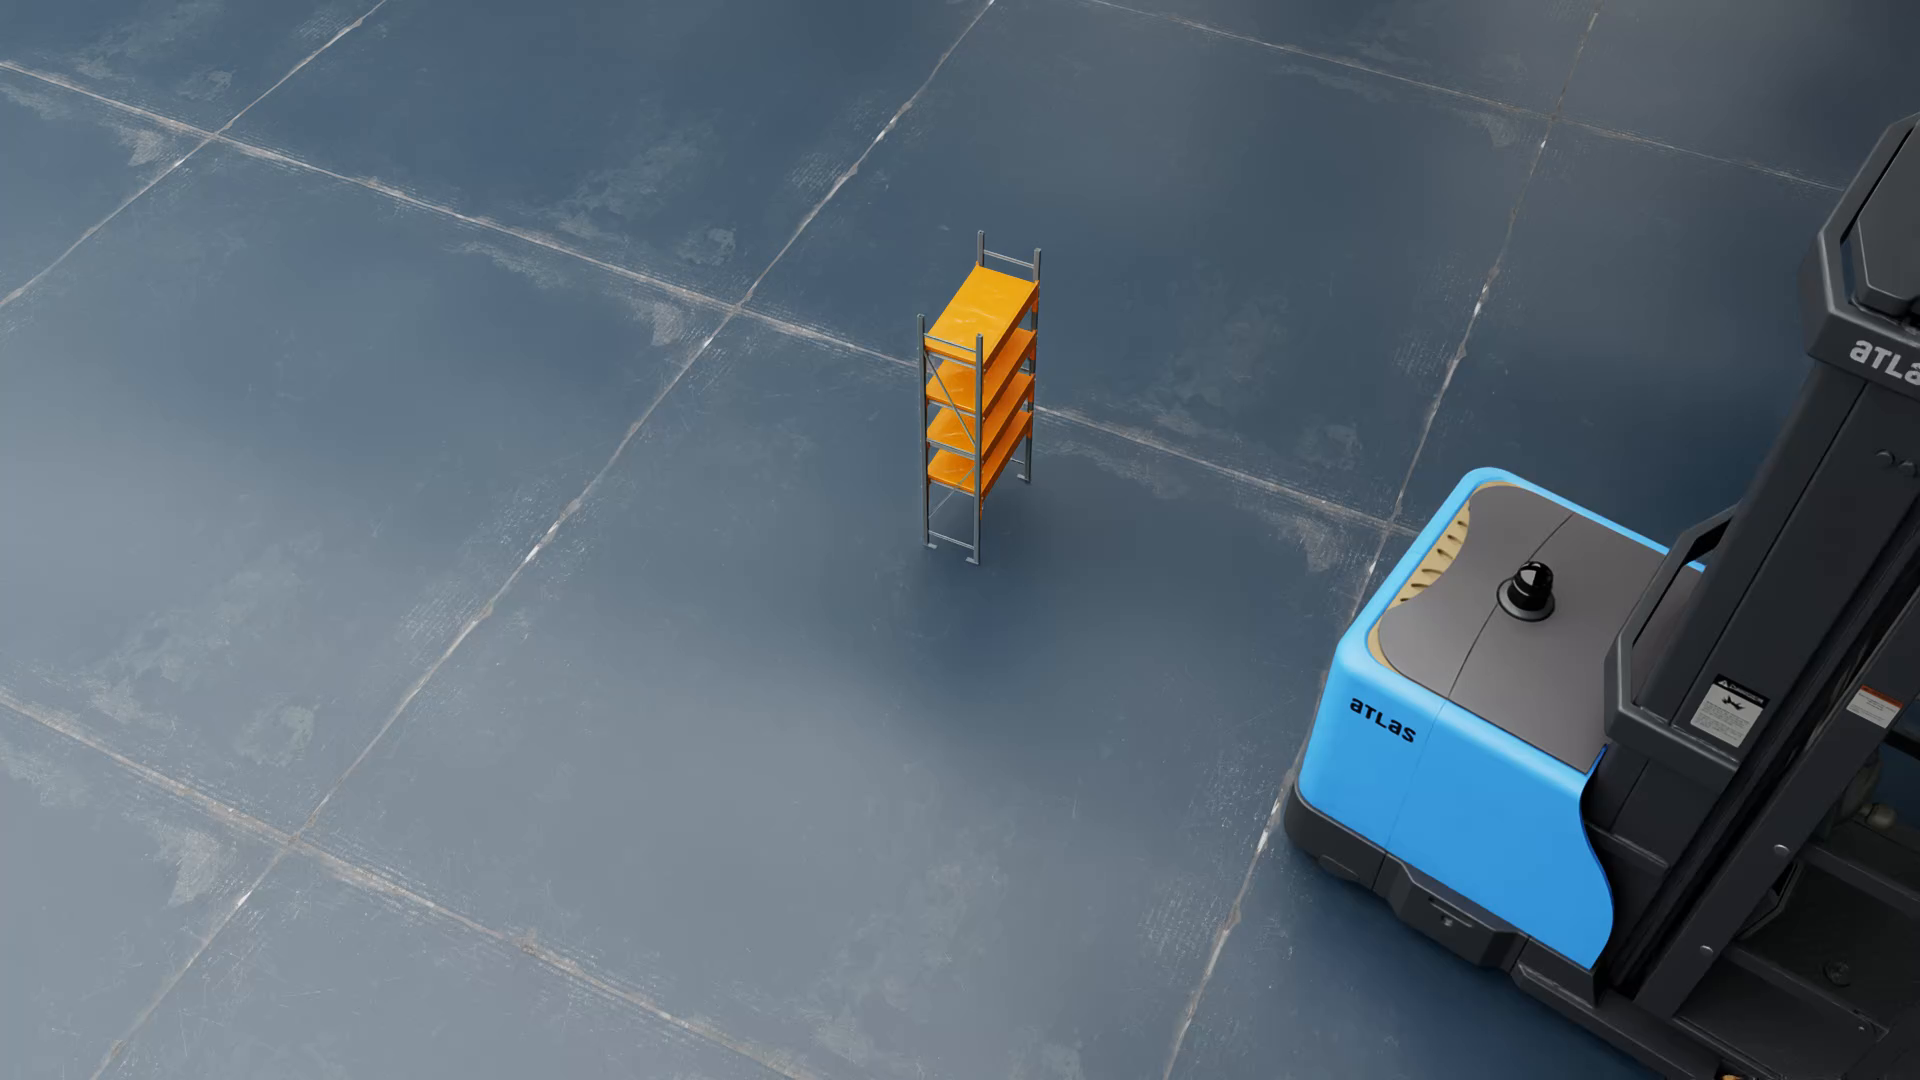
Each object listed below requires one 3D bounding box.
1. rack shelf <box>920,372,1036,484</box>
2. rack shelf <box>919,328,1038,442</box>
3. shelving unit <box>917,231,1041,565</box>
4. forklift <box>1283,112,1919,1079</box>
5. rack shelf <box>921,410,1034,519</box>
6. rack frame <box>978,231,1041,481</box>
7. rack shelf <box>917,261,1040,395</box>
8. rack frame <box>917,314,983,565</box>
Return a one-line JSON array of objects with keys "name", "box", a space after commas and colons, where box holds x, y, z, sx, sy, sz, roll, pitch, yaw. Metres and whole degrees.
[{"name": "rack shelf", "box": [0.071, -0.459, 6.256, 0.258, 0.148, 0.480, 20, 52, 16]}, {"name": "rack shelf", "box": [0.071, -0.604, 6.086, 0.258, 0.148, 0.480, 20, 52, 16]}, {"name": "shelving unit", "box": [0.071, -0.503, 6.205, 0.258, 1.200, 0.503, 20, 52, 16]}, {"name": "forklift", "box": [2.581, 0.455, 4.254, 3.031, 2.935, 1.130, 30, 56, 23]}, {"name": "rack shelf", "box": [0.071, -0.331, 6.408, 0.258, 0.148, 0.480, 20, 52, 16]}, {"name": "rack frame", "box": [0.175, -0.671, 6.348, 0.240, 1.200, 0.015, 20, 52, 16]}, {"name": "rack shelf", "box": [0.071, -0.757, 5.906, 0.258, 0.148, 0.480, 20, 52, 16]}, {"name": "rack frame", "box": [-0.034, -0.335, 6.062, 0.240, 1.200, 0.015, 20, 52, 16]}]
